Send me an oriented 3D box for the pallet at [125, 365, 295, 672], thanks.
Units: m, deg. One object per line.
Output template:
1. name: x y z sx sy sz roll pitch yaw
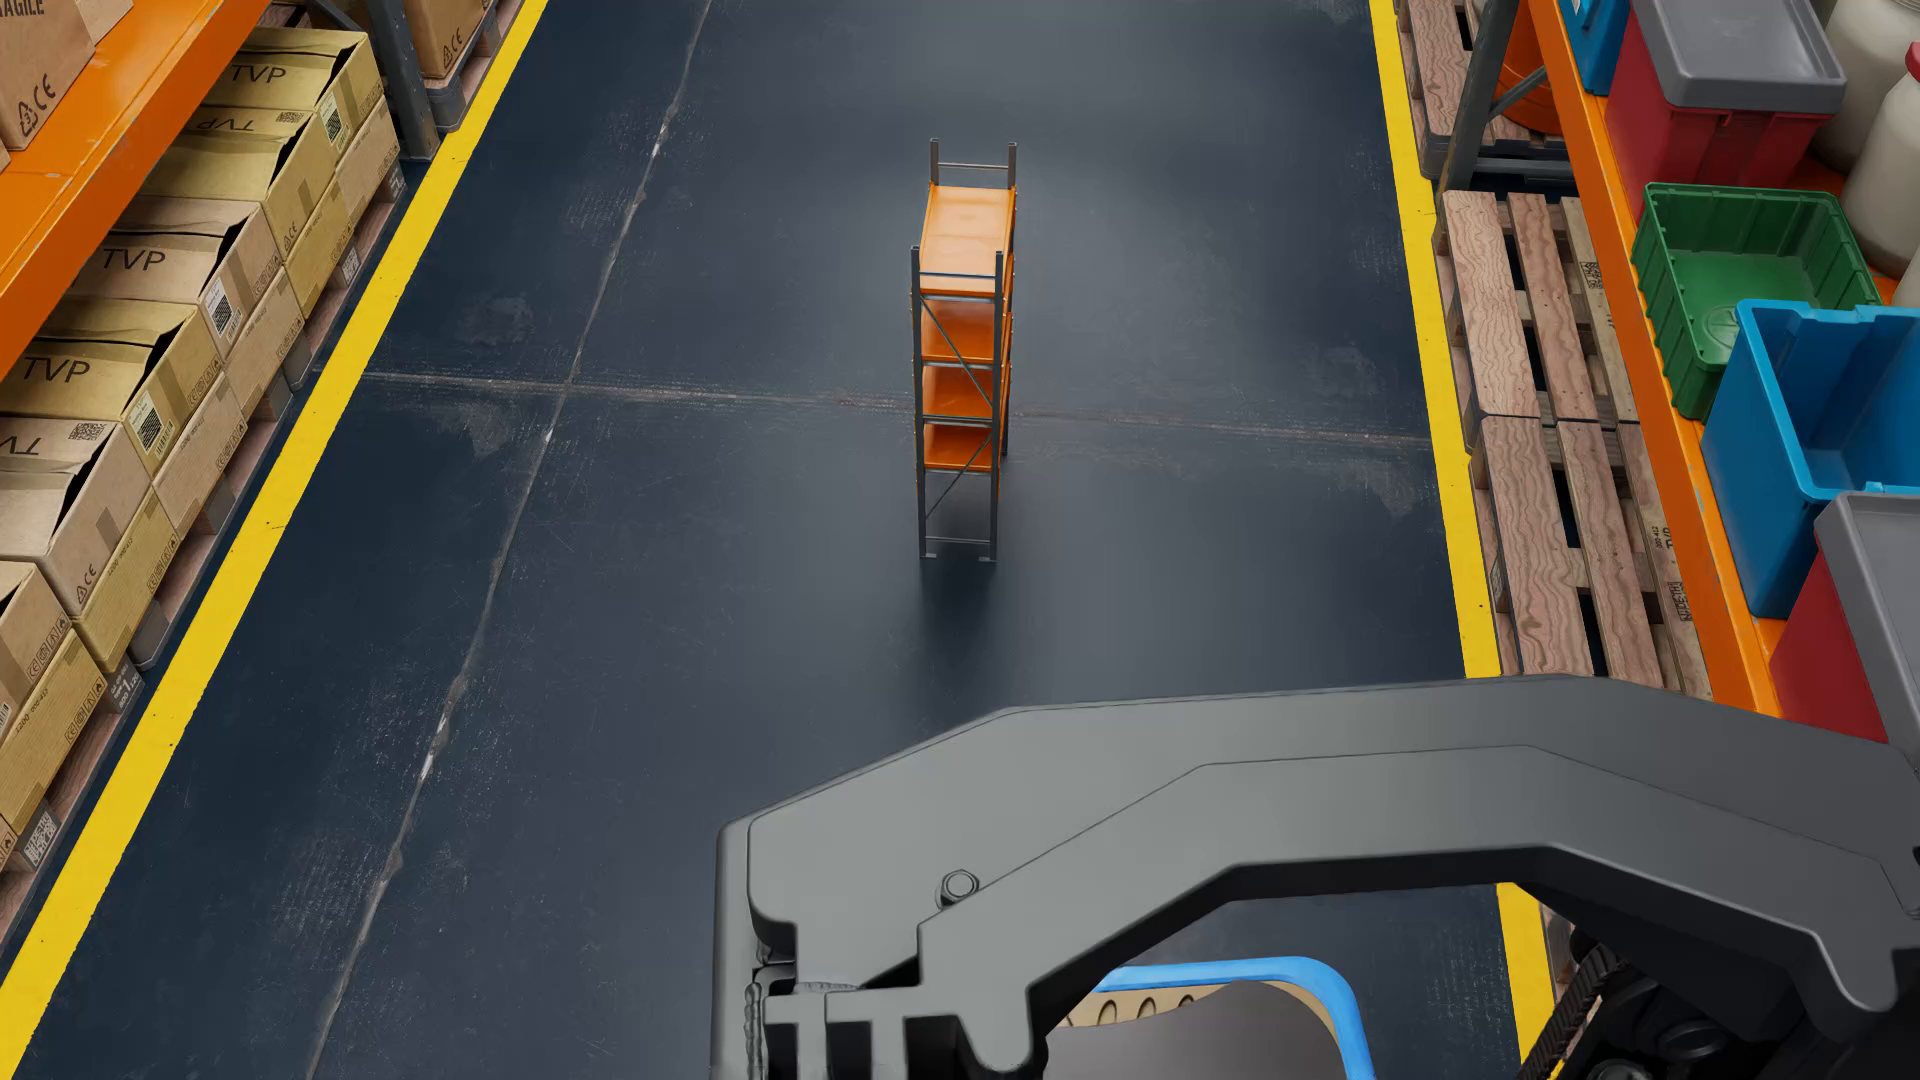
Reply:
1. pallet: -2.823 -0.157 5.251 1.003 0.211 1.213 4 48 4

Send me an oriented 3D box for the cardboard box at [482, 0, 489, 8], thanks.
1. cardboard box: -2.228 -2.600 6.991 0.500 0.500 0.500 2 48 2

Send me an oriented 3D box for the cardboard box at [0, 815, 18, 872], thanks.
1. cardboard box: -2.677 0.851 4.017 0.500 0.250 0.500 3 48 3

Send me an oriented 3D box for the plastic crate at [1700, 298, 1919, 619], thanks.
1. plastic crate: 1.763 -0.145 3.361 0.392 0.384 0.575 4 48 4

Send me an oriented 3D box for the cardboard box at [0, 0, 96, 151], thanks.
1. cardboard box: -2.732 -1.394 4.425 0.500 0.500 0.500 2 48 1

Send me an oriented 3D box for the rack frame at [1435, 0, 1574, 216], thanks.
1. rack frame: 2.337 -2.259 5.283 1.000 3.000 0.127 4 48 4

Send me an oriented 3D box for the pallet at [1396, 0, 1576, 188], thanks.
1. pallet: 2.367 -1.900 6.844 1.003 0.211 1.213 4 48 4

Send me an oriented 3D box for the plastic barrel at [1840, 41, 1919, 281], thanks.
1. plastic barrel: 2.384 -0.910 3.958 0.433 0.535 0.433 0 48 0

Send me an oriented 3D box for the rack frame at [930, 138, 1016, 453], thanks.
1. rack frame: 0.037 -0.706 5.083 0.240 1.200 0.015 4 48 4

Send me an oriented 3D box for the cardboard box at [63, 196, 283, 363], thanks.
1. cardboard box: -2.488 -0.843 5.187 0.500 0.311 0.500 4 48 3

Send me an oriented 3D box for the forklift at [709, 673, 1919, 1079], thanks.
1. forklift: 0.327 1.621 1.781 1.130 2.935 3.031 -3 48 -3

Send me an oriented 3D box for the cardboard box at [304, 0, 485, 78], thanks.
1. cardboard box: -2.270 -2.215 6.639 0.500 0.500 0.500 6 48 5

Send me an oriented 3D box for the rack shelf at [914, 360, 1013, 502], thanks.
1. rack shelf: 0.015 -0.347 5.115 0.258 0.148 0.480 4 48 4

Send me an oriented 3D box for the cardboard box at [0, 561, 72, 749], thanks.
1. cardboard box: -2.624 0.287 4.153 0.500 0.311 0.500 3 48 3

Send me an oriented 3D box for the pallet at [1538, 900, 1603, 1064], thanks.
1. pallet: 2.005 1.042 4.154 1.003 0.211 1.213 4 48 4

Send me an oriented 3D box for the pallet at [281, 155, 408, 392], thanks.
1. pallet: -2.710 -1.051 6.068 1.003 0.211 1.213 4 48 4

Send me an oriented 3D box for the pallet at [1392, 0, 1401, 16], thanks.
1. pallet: 2.481 -2.794 7.662 1.003 0.211 1.213 4 48 4

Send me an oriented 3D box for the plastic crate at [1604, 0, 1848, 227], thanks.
1. plastic crate: 1.885 -1.113 4.192 0.402 0.464 0.583 4 48 4

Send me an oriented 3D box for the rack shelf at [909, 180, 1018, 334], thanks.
1. rack shelf: 0.015 -0.792 4.629 0.258 0.148 0.480 4 48 4

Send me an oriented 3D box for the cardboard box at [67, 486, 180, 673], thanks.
1. cardboard box: -2.584 0.095 4.709 0.500 0.250 0.500 3 48 2

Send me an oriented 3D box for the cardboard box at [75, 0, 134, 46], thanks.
1. cardboard box: -2.656 -1.569 4.822 0.380 0.149 0.250 7 48 6

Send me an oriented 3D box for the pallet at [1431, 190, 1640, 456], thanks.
1. pallet: 2.227 -0.751 5.794 1.003 0.211 1.213 4 48 4

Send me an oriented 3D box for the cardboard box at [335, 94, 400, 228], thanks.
1. cardboard box: -2.401 -1.405 6.081 0.500 0.250 0.500 5 48 4

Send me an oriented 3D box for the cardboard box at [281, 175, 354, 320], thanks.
1. cardboard box: -2.444 -1.026 5.735 0.500 0.250 0.500 3 48 3

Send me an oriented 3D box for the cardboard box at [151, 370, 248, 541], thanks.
1. cardboard box: -2.537 -0.279 5.051 0.500 0.250 0.500 5 48 4

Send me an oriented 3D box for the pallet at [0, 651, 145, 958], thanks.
1. pallet: -2.932 0.742 4.428 1.003 0.211 1.213 4 48 4

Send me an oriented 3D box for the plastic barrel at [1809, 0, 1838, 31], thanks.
1. plastic barrel: 2.456 -1.526 4.537 0.421 0.512 0.421 0 48 0

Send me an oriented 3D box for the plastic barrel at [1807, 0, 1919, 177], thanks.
1. plastic barrel: 2.417 -1.216 4.254 0.421 0.512 0.421 0 48 0

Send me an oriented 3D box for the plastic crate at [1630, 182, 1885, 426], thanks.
1. plastic crate: 1.850 -0.546 3.861 0.450 0.188 0.662 4 48 4

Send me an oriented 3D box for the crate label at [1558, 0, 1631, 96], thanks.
1. crate label: 1.977 -1.559 4.619 0.502 0.435 0.616 4 48 4

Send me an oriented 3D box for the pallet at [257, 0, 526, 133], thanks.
1. pallet: -2.490 -2.199 7.119 1.003 0.211 1.213 4 48 4

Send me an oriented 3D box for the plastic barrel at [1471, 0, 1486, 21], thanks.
1. plastic barrel: 2.327 -2.342 6.761 0.421 0.512 0.421 0 48 0

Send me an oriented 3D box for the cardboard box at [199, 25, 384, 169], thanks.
1. cardboard box: -2.398 -1.596 5.876 0.500 0.311 0.500 5 48 5

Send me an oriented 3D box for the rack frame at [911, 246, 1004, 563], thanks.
1. rack frame: -0.007 -0.347 4.755 0.240 1.200 0.015 4 48 4

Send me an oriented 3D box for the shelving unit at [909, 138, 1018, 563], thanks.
1. shelving unit: 0.015 -0.527 4.919 0.258 1.200 0.503 4 48 4

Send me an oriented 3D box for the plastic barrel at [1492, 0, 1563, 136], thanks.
1. plastic barrel: 2.364 -2.029 6.259 0.600 0.830 0.708 4 48 4

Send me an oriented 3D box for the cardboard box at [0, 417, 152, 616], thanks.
1. cardboard box: -2.578 -0.093 4.501 0.500 0.311 0.500 2 48 2

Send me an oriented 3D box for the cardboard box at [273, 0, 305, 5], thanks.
1. cardboard box: -2.744 -2.602 6.993 0.500 0.500 0.500 6 48 5

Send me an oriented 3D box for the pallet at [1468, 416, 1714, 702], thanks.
1. pallet: 2.114 0.143 4.976 1.003 0.211 1.213 4 48 4

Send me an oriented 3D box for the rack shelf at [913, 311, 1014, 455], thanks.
1. rack shelf: 0.015 -0.481 4.968 0.258 0.148 0.480 4 48 4

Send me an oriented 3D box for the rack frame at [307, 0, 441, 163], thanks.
1. rack frame: -2.596 -2.594 5.590 1.000 3.000 0.127 4 48 4

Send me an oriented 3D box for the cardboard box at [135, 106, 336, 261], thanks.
1. cardboard box: -2.439 -1.214 5.526 0.500 0.311 0.500 3 48 3

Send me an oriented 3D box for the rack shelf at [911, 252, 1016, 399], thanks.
1. rack shelf: 0.015 -0.632 4.803 0.258 0.148 0.480 4 48 4

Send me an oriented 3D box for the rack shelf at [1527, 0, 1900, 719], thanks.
1. rack shelf: 2.154 -0.546 4.204 1.077 0.370 4.000 4 48 4

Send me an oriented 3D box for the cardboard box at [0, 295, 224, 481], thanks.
1. cardboard box: -2.536 -0.475 4.850 0.500 0.311 0.500 5 48 5

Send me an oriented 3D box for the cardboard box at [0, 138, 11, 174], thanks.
1. cardboard box: -2.780 -1.007 4.071 0.500 0.500 0.500 4 48 4

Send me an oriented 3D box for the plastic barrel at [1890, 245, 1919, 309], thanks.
1. plastic barrel: 2.345 -0.593 3.667 0.433 0.535 0.433 0 48 0

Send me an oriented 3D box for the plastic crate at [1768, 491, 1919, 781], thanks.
1. plastic crate: 1.712 0.283 2.915 0.402 0.464 0.583 4 48 4

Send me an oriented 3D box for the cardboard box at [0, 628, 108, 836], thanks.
1. cardboard box: -2.629 0.476 4.361 0.500 0.250 0.500 5 48 5

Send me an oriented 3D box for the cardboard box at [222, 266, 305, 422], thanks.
1. cardboard box: -2.493 -0.657 5.397 0.500 0.250 0.500 5 48 4
